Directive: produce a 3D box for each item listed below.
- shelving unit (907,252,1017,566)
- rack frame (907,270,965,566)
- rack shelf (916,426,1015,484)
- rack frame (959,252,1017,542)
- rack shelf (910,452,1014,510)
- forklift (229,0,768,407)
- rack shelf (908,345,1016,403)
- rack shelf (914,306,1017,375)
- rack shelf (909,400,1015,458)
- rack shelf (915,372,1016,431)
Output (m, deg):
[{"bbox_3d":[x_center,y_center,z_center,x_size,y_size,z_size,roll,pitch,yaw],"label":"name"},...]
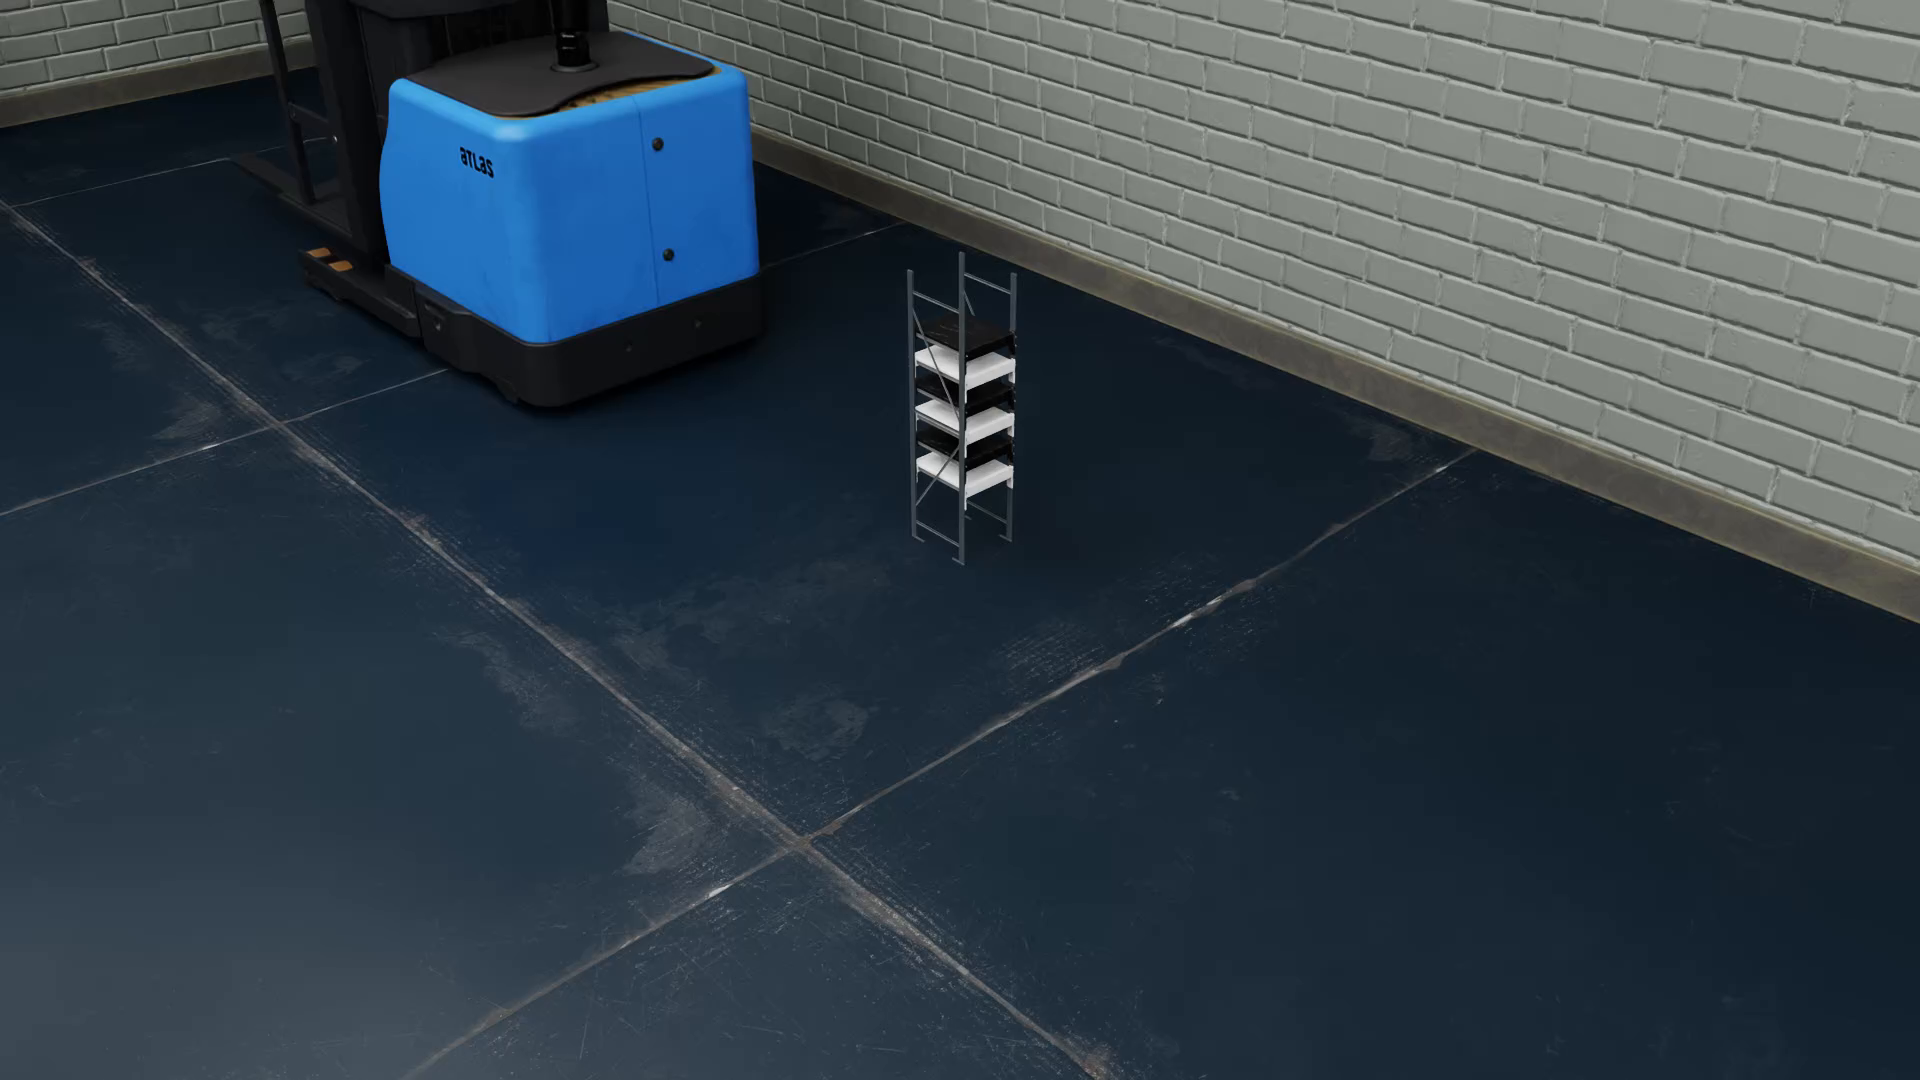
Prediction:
[{"bbox_3d":[0.006,-0.387,5.020,0.210,0.900,0.258,-26,40,-35],"label":"shelving unit"},{"bbox_3d":[-0.069,-0.351,4.961,0.006,0.900,0.240,-26,40,-35],"label":"rack frame"},{"bbox_3d":[0.006,-0.282,5.084,0.200,0.077,0.258,-26,40,-35],"label":"rack shelf"},{"bbox_3d":[0.081,-0.423,5.079,0.006,0.900,0.240,-26,40,-35],"label":"rack frame"},{"bbox_3d":[0.006,-0.205,5.131,0.200,0.077,0.258,-26,40,-35],"label":"rack shelf"},{"bbox_3d":[-2.124,-2.397,6.360,1.130,2.935,3.031,-26,40,-36],"label":"forklift"},{"bbox_3d":[0.006,-0.512,4.943,0.200,0.077,0.258,-26,40,-35],"label":"rack shelf"},{"bbox_3d":[0.006,-0.589,4.896,0.200,0.077,0.258,-26,40,-35],"label":"rack shelf"},{"bbox_3d":[0.006,-0.358,5.037,0.200,0.077,0.258,-26,40,-35],"label":"rack shelf"},{"bbox_3d":[0.006,-0.435,4.990,0.200,0.077,0.258,-26,40,-35],"label":"rack shelf"}]
